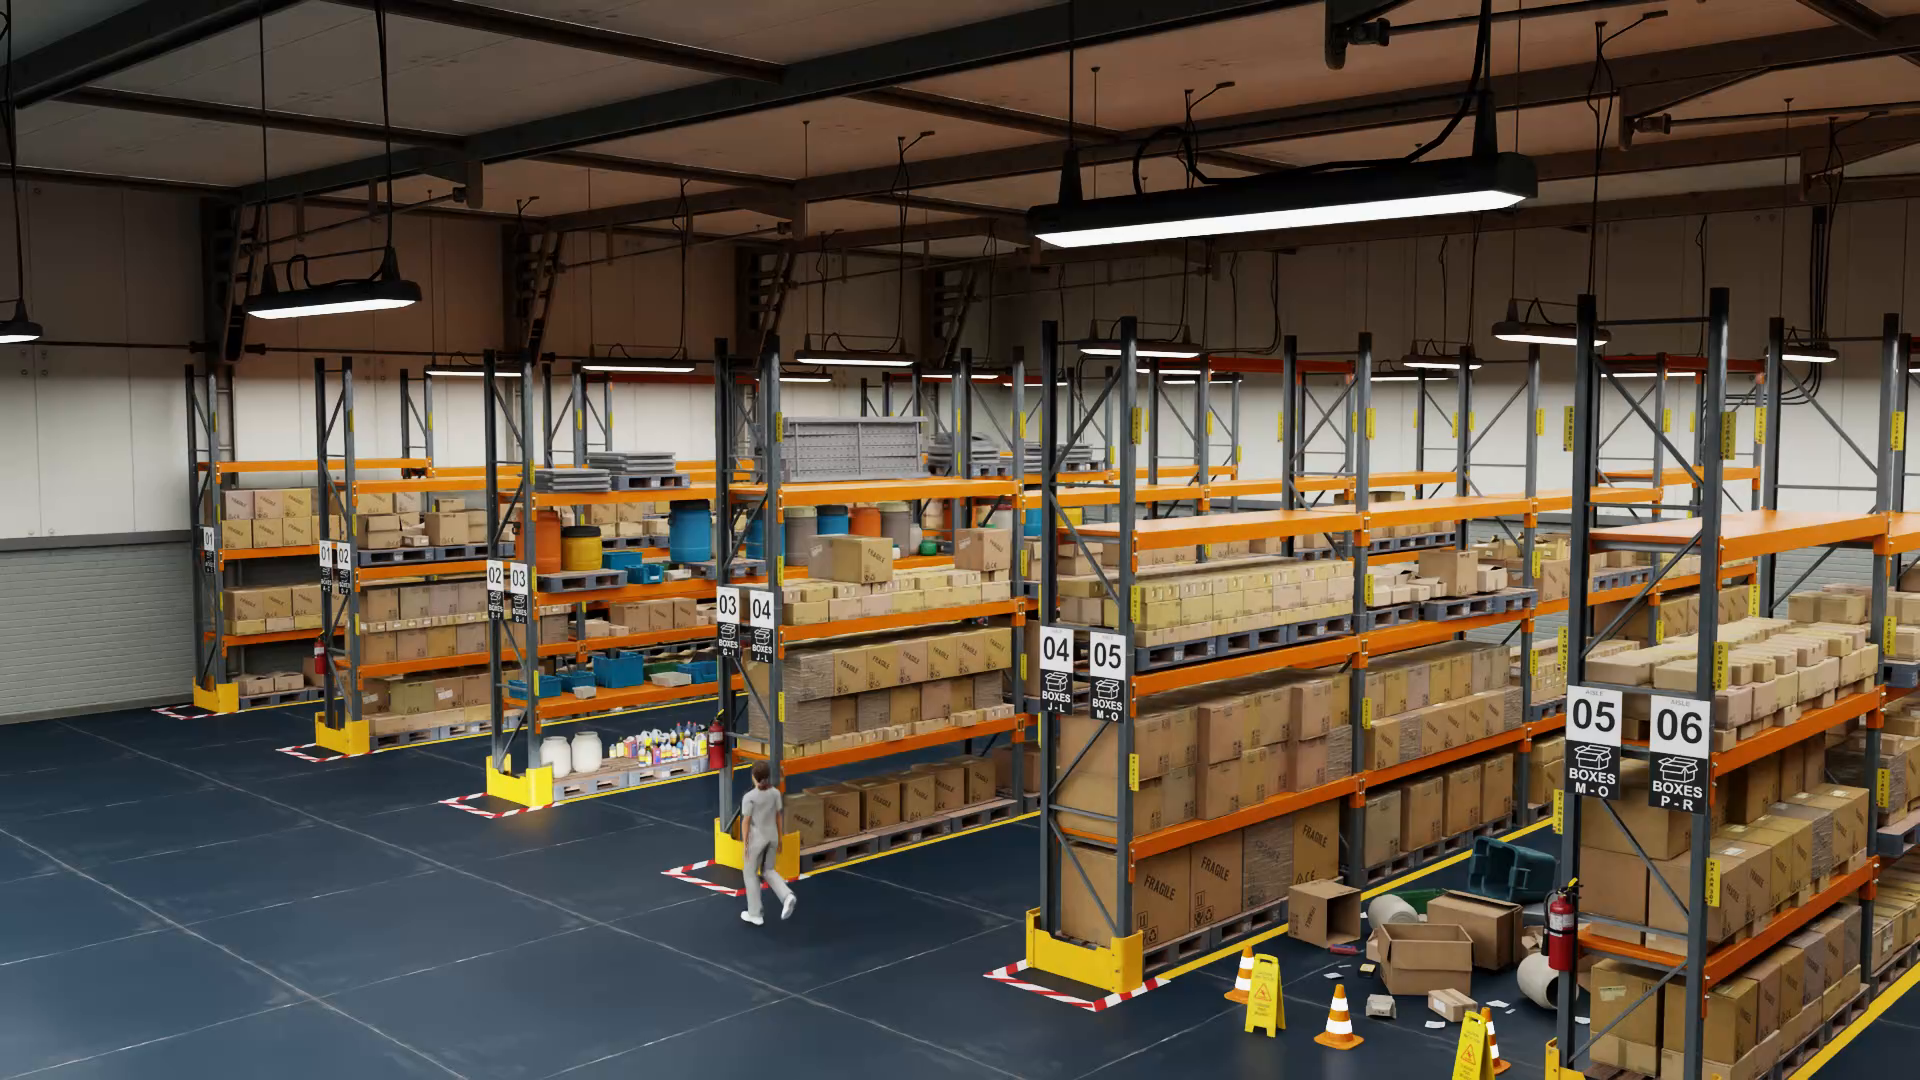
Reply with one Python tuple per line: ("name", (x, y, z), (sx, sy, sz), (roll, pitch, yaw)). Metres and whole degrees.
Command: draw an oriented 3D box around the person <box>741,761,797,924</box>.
("person", (-1.960, 3.044, 16.676), (0.663, 1.654, 0.449), (4, 6, 42))
